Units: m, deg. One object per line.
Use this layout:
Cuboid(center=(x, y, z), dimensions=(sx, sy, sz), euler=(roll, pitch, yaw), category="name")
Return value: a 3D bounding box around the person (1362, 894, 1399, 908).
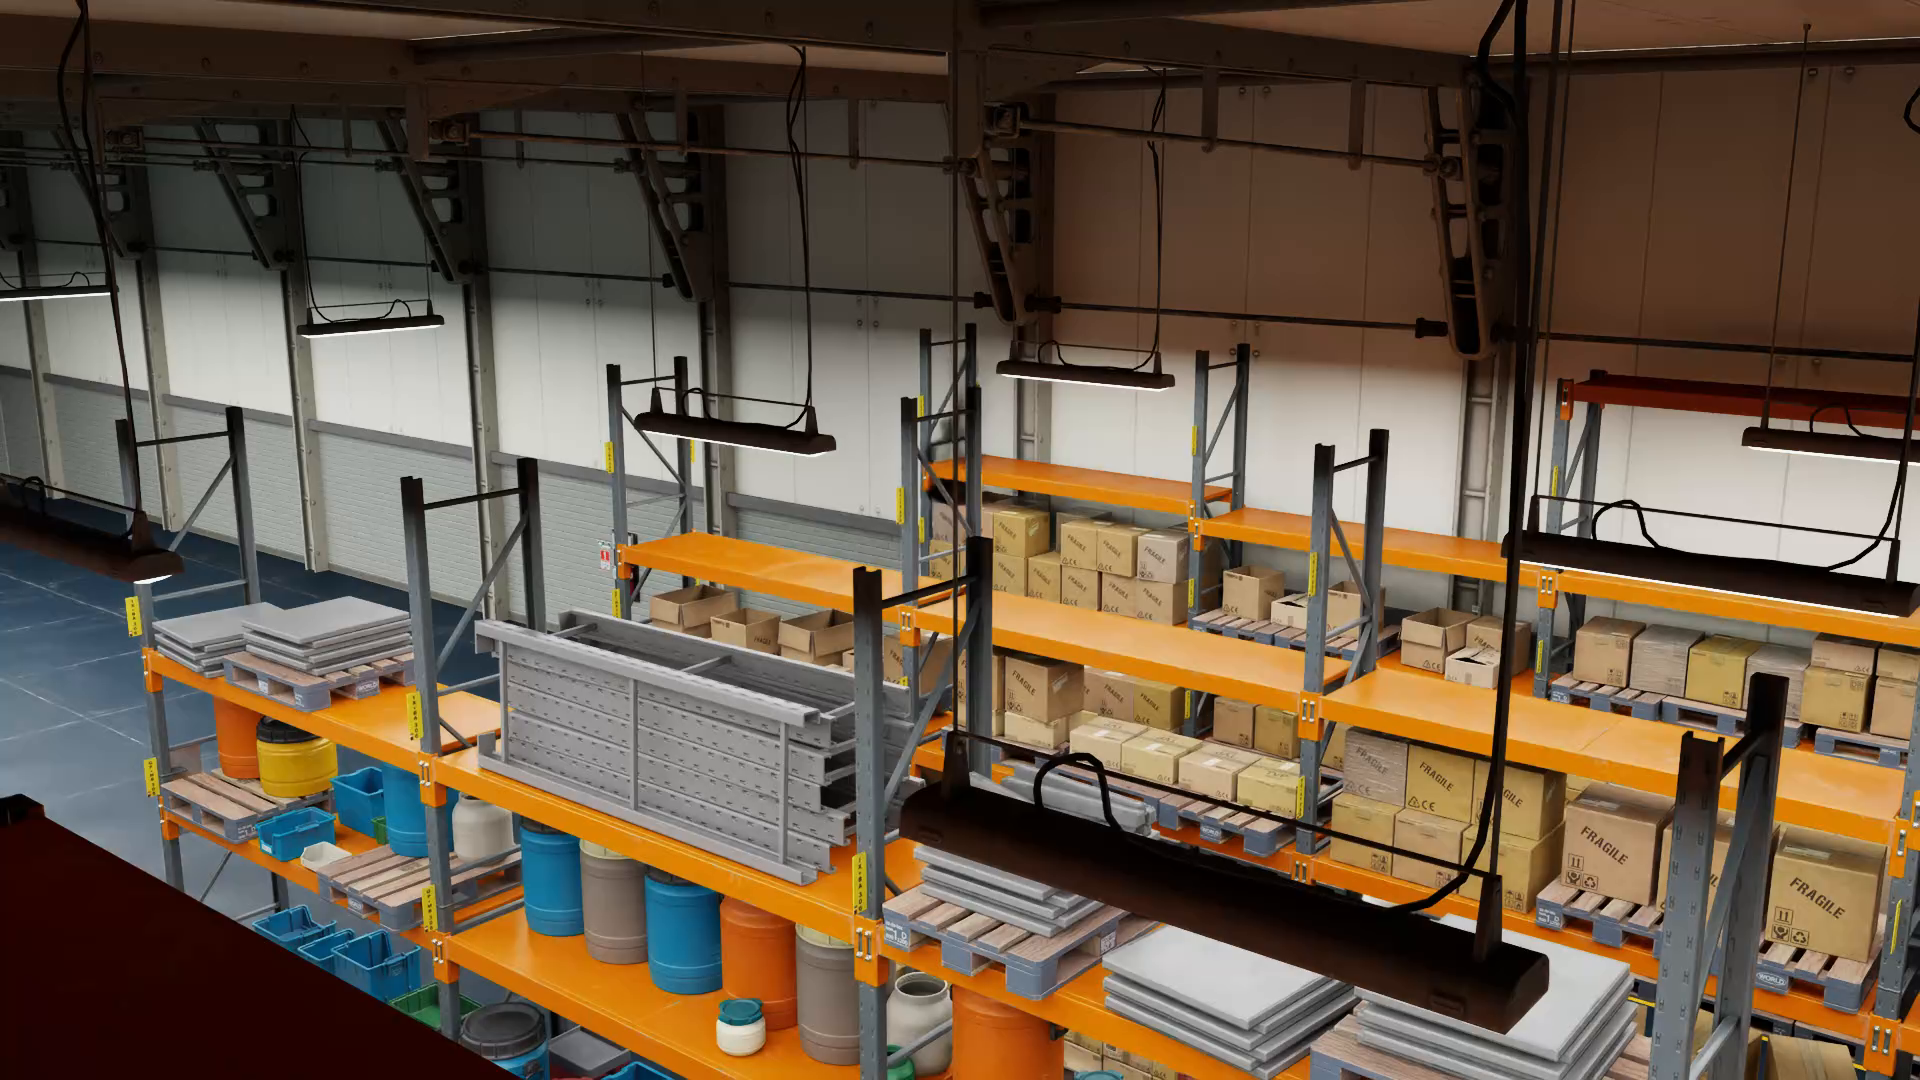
Cuboid(center=(3.725, 3.793, 15.527), dimensions=(0.597, 1.729, 0.681), euler=(11, 17, 40), category="person")
